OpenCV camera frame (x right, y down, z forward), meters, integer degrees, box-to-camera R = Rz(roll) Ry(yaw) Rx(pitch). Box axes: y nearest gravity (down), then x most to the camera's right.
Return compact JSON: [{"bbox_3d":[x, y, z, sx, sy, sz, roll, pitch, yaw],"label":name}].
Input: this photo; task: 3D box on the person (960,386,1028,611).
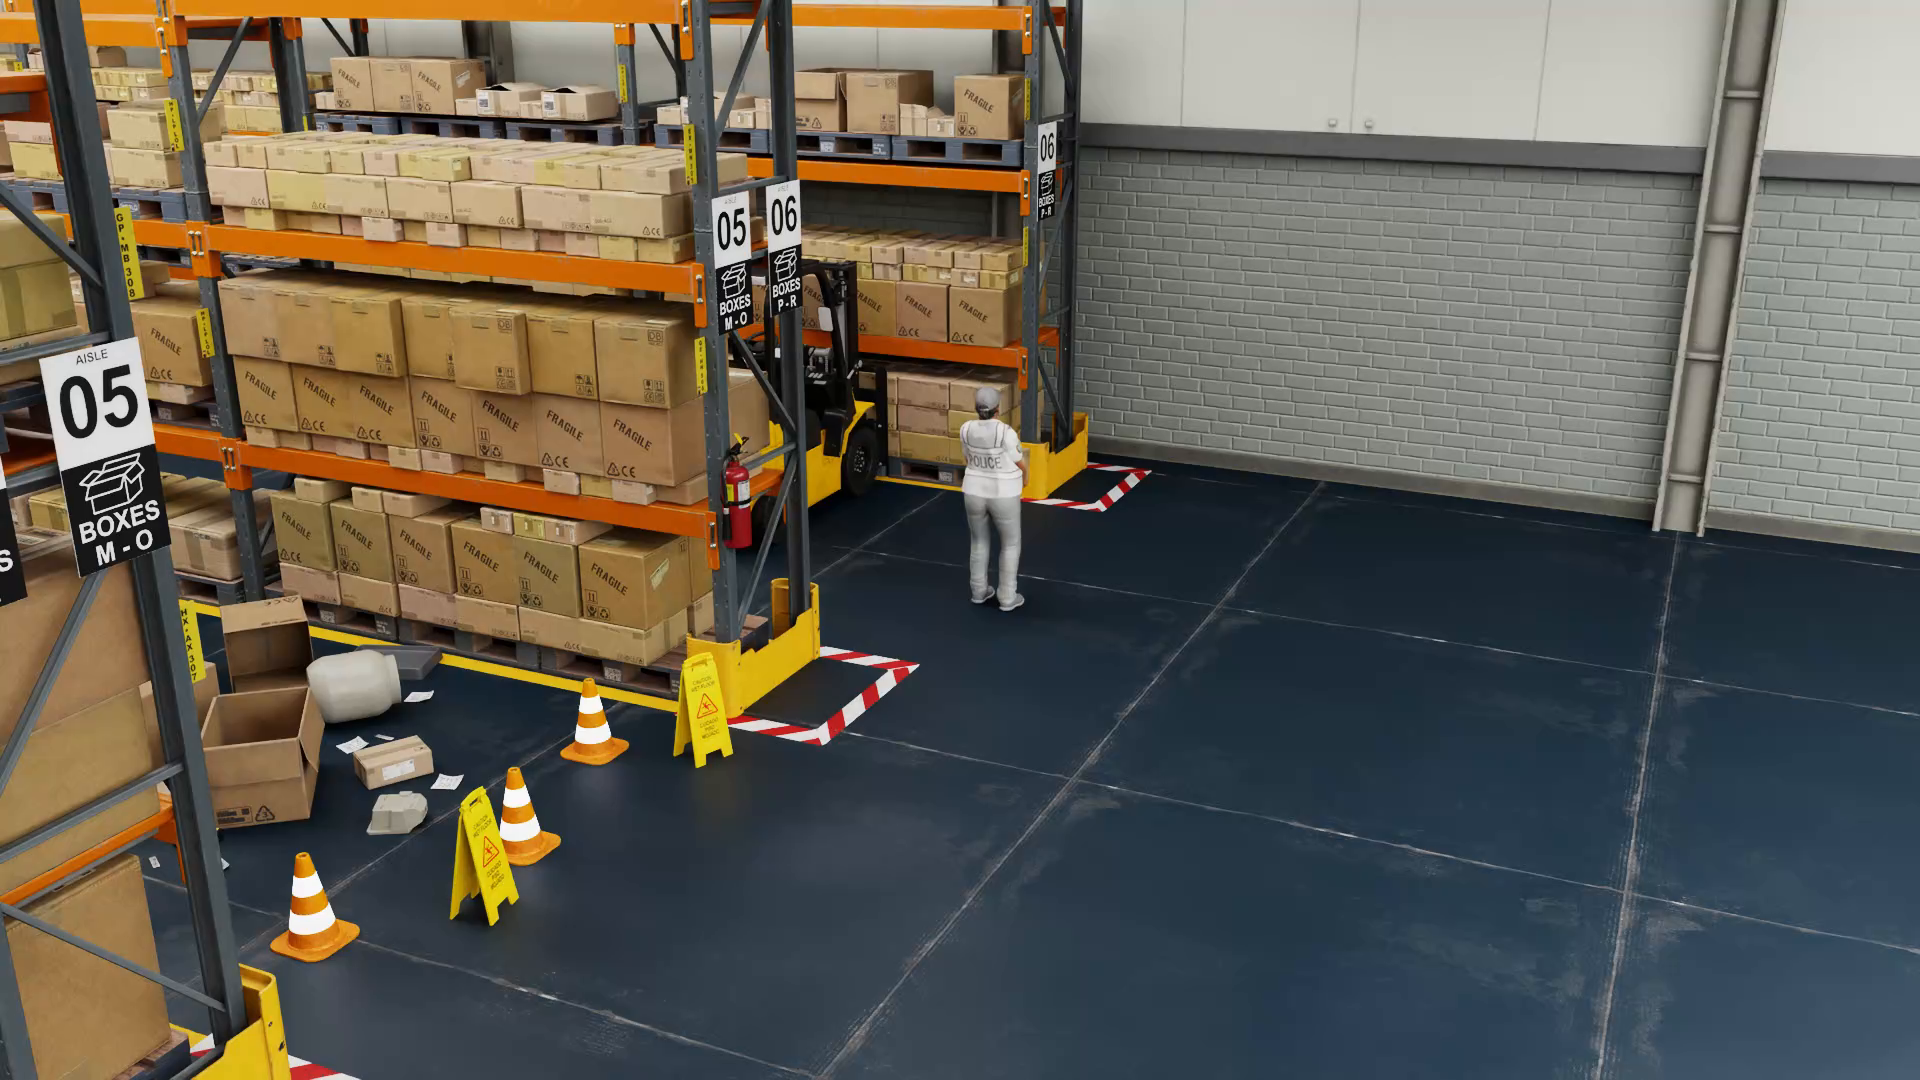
[{"bbox_3d":[0.257,-0.327,12.016,0.453,1.653,0.534,8,21,23],"label":"person"}]
